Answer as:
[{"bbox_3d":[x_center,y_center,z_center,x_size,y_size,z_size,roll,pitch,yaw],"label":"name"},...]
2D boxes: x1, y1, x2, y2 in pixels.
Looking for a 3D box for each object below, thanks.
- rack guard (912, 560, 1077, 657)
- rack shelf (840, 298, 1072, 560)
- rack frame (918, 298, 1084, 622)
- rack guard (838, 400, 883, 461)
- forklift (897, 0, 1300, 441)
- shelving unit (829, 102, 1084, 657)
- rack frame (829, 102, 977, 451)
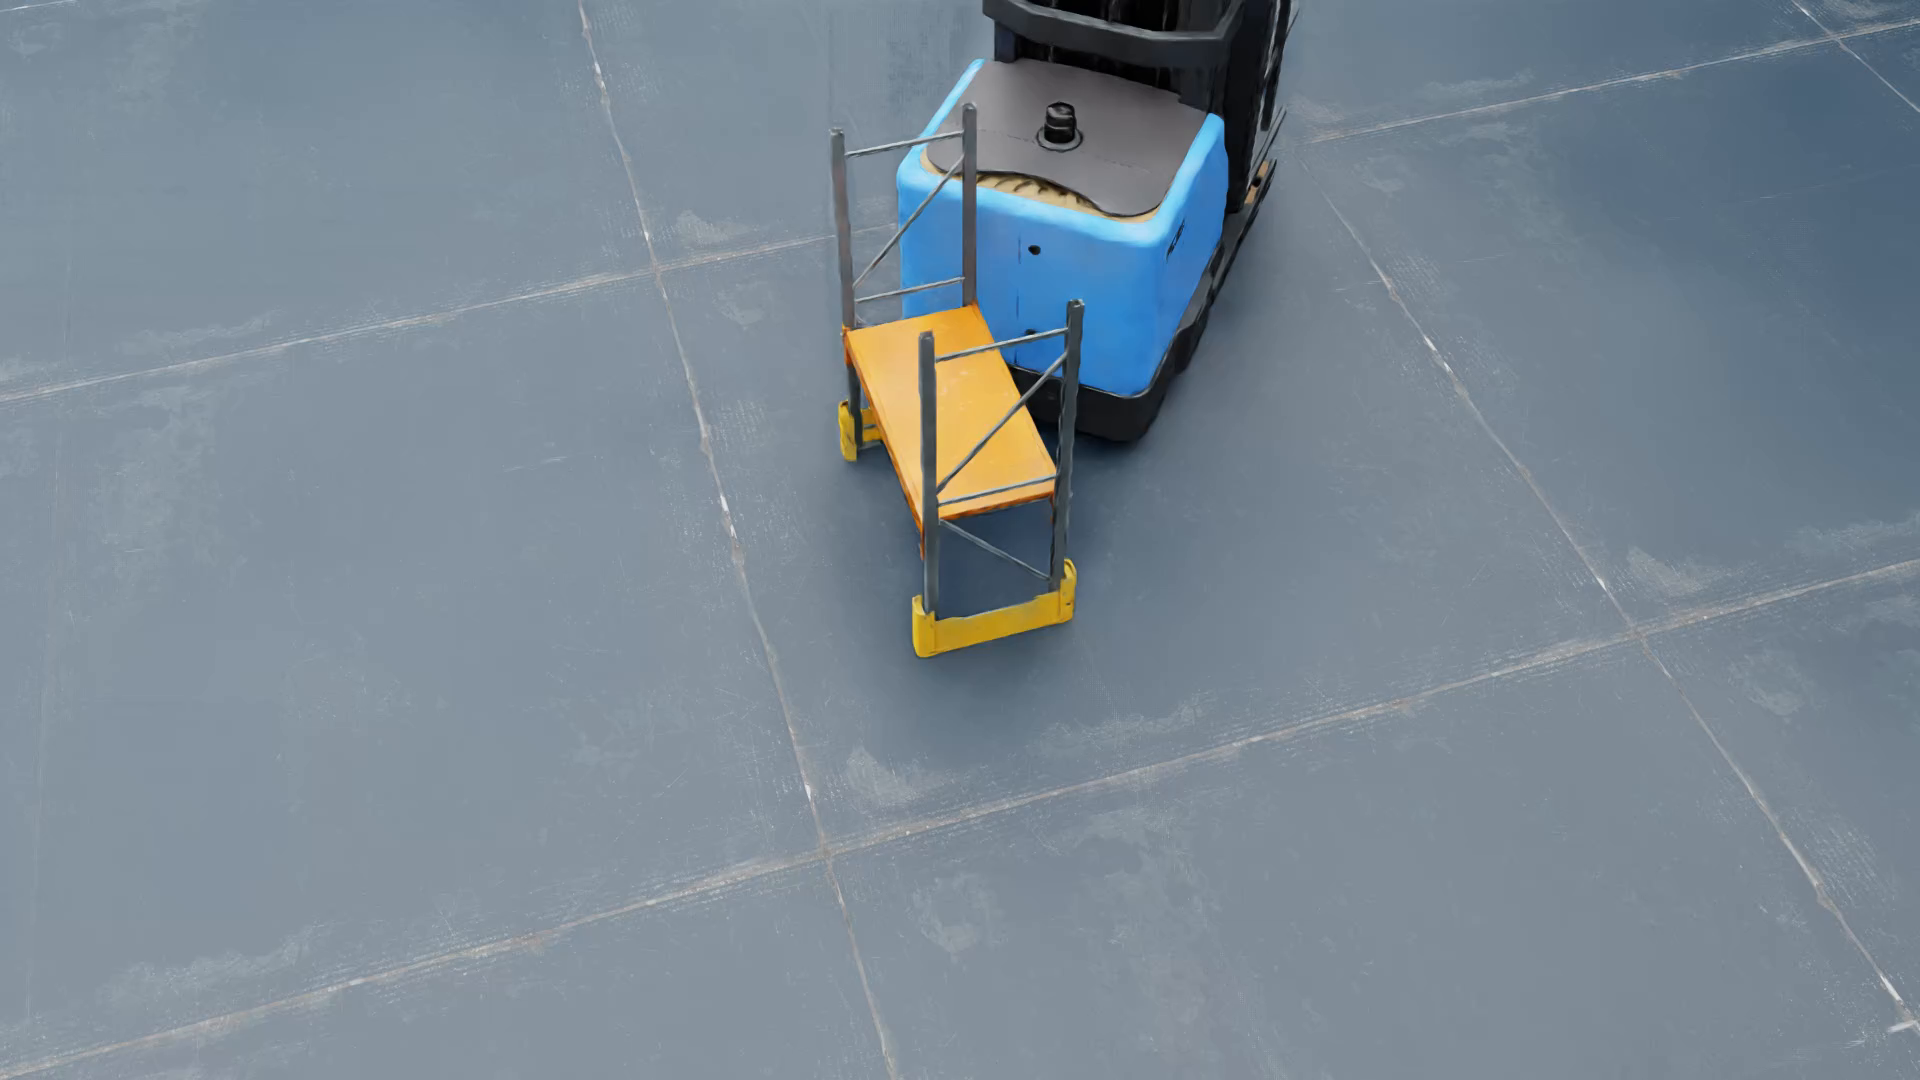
[{"bbox_3d":[0.121,0.243,5.882,0.587,0.250,0.087,-14,51,-11],"label":"rack guard"},{"bbox_3d":[-0.032,-0.414,5.853,0.538,0.185,1.000,-14,51,-11],"label":"rack shelf"},{"bbox_3d":[0.121,-0.159,5.403,0.500,1.500,0.032,-14,51,-11],"label":"rack frame"},{"bbox_3d":[-0.180,-0.483,6.494,0.587,0.250,0.087,-14,51,-11],"label":"rack guard"},{"bbox_3d":[0.784,-2.480,6.424,1.130,2.935,3.031,17,52,14],"label":"forklift"},{"bbox_3d":[-0.029,-0.523,5.710,0.587,1.500,1.083,-14,51,-11],"label":"shelving unit"},{"bbox_3d":[-0.186,-0.900,6.028,0.500,1.500,0.032,-14,51,-11],"label":"rack frame"}]
